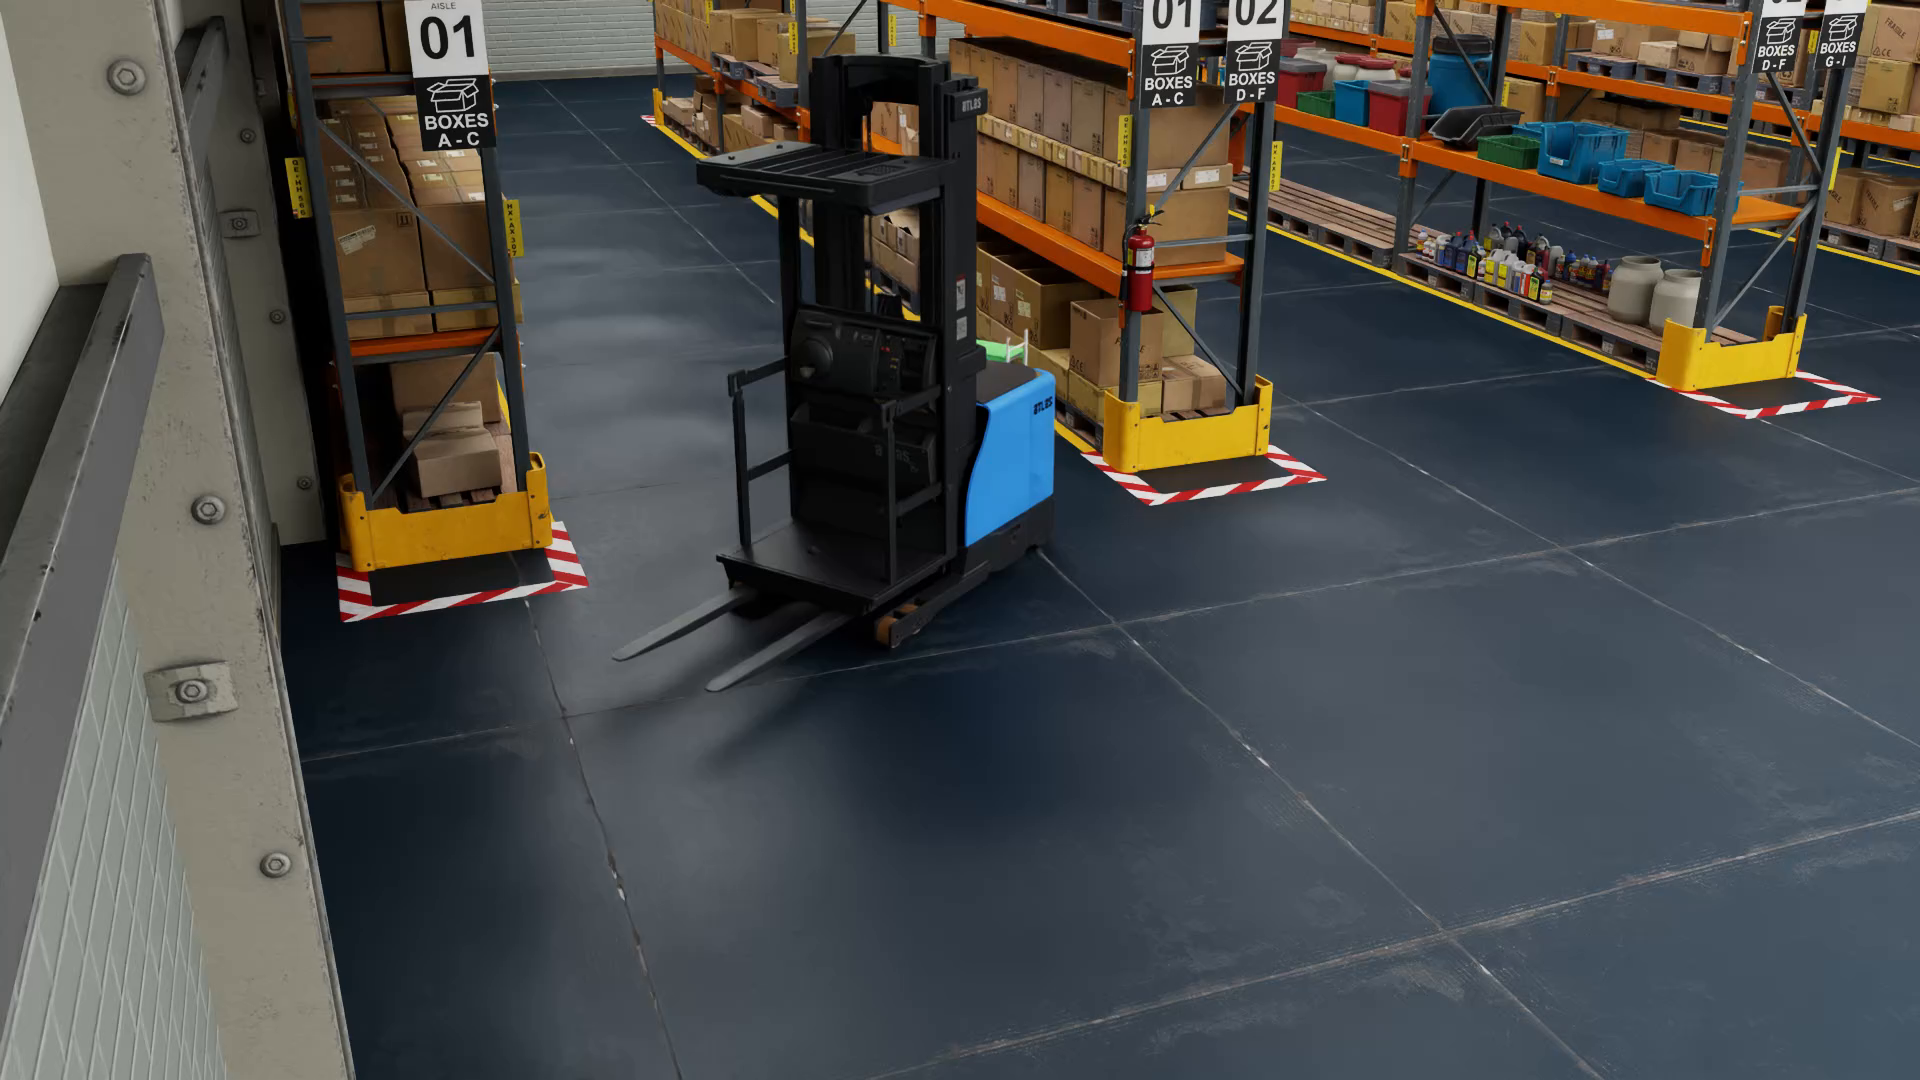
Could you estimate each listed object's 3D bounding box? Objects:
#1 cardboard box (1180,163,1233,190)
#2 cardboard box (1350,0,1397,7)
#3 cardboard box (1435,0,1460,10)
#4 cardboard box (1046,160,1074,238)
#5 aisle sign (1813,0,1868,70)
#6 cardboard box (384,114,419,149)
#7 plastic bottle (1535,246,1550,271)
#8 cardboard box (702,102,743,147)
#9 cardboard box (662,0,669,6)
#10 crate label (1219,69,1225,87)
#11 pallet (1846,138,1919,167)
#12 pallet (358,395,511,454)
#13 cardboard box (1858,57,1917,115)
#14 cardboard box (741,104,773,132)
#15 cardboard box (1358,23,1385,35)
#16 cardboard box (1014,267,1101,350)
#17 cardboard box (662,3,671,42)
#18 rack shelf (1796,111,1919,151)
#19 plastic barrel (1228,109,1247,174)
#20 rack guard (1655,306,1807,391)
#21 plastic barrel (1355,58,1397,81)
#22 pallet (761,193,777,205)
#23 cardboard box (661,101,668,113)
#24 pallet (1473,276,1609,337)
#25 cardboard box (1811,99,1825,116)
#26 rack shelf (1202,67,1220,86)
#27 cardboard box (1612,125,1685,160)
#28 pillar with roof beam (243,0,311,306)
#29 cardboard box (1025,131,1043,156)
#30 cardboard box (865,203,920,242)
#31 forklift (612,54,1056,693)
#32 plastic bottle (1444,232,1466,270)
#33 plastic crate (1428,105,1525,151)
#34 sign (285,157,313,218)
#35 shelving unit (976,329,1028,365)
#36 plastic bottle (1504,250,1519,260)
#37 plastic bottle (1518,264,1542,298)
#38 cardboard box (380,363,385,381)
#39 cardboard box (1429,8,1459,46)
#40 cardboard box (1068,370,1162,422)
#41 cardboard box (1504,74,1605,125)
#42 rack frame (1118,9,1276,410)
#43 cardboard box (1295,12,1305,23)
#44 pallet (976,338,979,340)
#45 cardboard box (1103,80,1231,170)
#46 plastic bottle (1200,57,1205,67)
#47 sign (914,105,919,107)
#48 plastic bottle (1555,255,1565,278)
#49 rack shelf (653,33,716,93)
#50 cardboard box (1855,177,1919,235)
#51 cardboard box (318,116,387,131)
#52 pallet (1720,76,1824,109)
[{"bbox_3d":[1.635,-2.499,11.354,0.380,0.149,0.250,-9,24,-19],"label":"cardboard box"},{"bbox_3d":[6.190,-8.244,24.792,0.500,0.500,0.500,-8,24,-17],"label":"cardboard box"},{"bbox_3d":[7.067,-7.727,23.300,0.797,0.503,0.637,-8,24,-18],"label":"cardboard box"},{"bbox_3d":[1.059,-2.571,12.359,0.700,0.500,0.500,-8,24,-19],"label":"cardboard box"},{"bbox_3d":[6.507,-3.872,12.228,0.394,0.787,0.004,-8,24,-19],"label":"aisle sign"},{"bbox_3d":[-4.017,-2.911,12.496,0.500,0.500,0.500,-8,24,-19],"label":"cardboard box"},{"bbox_3d":[5.428,-2.609,15.509,0.061,0.283,0.133,-8,24,-19],"label":"plastic bottle"},{"bbox_3d":[-3.133,-5.561,22.235,0.500,0.500,0.500,-8,24,-19],"label":"cardboard box"},{"bbox_3d":[-3.978,-7.916,23.754,0.500,0.500,0.500,-8,24,-18],"label":"cardboard box"},{"bbox_3d":[3.180,-5.286,19.144,0.303,0.233,0.416,-8,24,-19],"label":"crate label"},{"bbox_3d":[12.899,-5.309,22.574,1.003,0.211,1.213,-8,24,-19],"label":"pallet"},{"bbox_3d":[-3.769,-0.786,11.844,1.003,0.211,1.213,-8,24,-19],"label":"pallet"},{"bbox_3d":[9.673,-4.618,16.833,0.875,0.500,0.500,-8,24,-19],"label":"cardboard box"},{"bbox_3d":[-2.371,-5.166,20.332,0.500,0.250,0.500,-8,24,-19],"label":"cardboard box"},{"bbox_3d":[6.188,-7.650,24.862,0.380,0.149,0.250,-8,24,-19],"label":"cardboard box"},{"bbox_3d":[0.738,-1.770,12.620,0.500,0.500,0.500,-8,24,-19],"label":"cardboard box"},{"bbox_3d":[-3.983,-7.458,23.953,0.500,0.500,0.500,-9,24,-20],"label":"cardboard box"},{"bbox_3d":[10.135,-3.735,16.176,1.077,0.370,4.000,-8,24,-19],"label":"rack shelf"},{"bbox_3d":[3.193,-4.936,20.353,0.600,0.830,0.708,-8,24,-19],"label":"plastic barrel"},{"bbox_3d":[6.137,-1.530,13.236,1.175,0.500,0.348,-8,24,-19],"label":"rack guard"},{"bbox_3d":[4.403,-4.821,17.651,0.433,0.535,0.433,0,23,0],"label":"plastic barrel"},{"bbox_3d":[-1.909,-4.323,20.235,1.003,0.211,1.213,-8,24,-19],"label":"pallet"},{"bbox_3d":[-4.253,-6.485,24.879,0.380,0.149,0.250,-8,24,-19],"label":"cardboard box"},{"bbox_3d":[5.428,-2.135,15.044,1.003,0.211,1.213,-8,24,-19],"label":"pallet"},{"bbox_3d":[9.223,-4.558,17.526,0.380,0.149,0.250,-8,24,-19],"label":"cardboard box"},{"bbox_3d":[2.675,-5.962,21.461,1.077,0.370,4.000,-8,24,-19],"label":"rack shelf"},{"bbox_3d":[8.478,-4.857,20.564,0.700,0.500,0.500,-10,25,-23],"label":"cardboard box"},{"bbox_3d":[-2.209,-6.972,15.206,9.100,9.000,0.400,-8,24,-19],"label":"pillar with roof beam"},{"bbox_3d":[0.709,-3.003,12.549,0.380,0.149,0.250,-9,24,-20],"label":"cardboard box"},{"bbox_3d":[-0.616,-3.098,16.016,0.500,0.311,0.500,-8,24,-19],"label":"cardboard box"},{"bbox_3d":[-0.637,-0.982,8.806,1.130,2.935,3.031,14,27,30],"label":"forklift"},{"bbox_3d":[4.692,-2.746,15.746,0.144,0.351,0.185,-8,24,-18],"label":"plastic bottle"},{"bbox_3d":[4.861,-3.878,15.668,0.767,0.338,0.504,-8,24,-19],"label":"plastic crate"},{"bbox_3d":[-3.587,-1.911,9.025,0.100,0.325,0.005,-8,24,-19],"label":"sign"},{"bbox_3d":[0.140,-0.756,10.499,0.503,1.200,0.258,14,26,29],"label":"shelving unit"},{"bbox_3d":[5.038,-2.518,15.302,0.152,0.276,0.135,-8,24,-19],"label":"plastic bottle"},{"bbox_3d":[5.085,-2.311,14.810,0.152,0.276,0.135,-8,24,-19],"label":"plastic bottle"},{"bbox_3d":[-4.070,-1.434,12.442,0.500,0.500,0.500,-10,25,-23],"label":"cardboard box"},{"bbox_3d":[6.886,-7.180,23.295,0.500,0.500,0.500,-9,24,-20],"label":"cardboard box"},{"bbox_3d":[1.107,-1.063,11.909,0.500,0.250,0.500,-8,24,-19],"label":"cardboard box"},{"bbox_3d":[7.791,-5.715,22.142,1.225,0.875,0.875,-10,25,-21],"label":"cardboard box"},{"bbox_3d":[1.572,-1.982,11.091,1.000,3.000,0.127,-8,24,-19],"label":"rack frame"},{"bbox_3d":[5.550,-8.305,26.415,0.380,0.149,0.250,-9,24,-20],"label":"cardboard box"},{"bbox_3d":[0.401,-1.856,14.381,1.003,0.211,1.213,-8,24,-19],"label":"pallet"},{"bbox_3d":[1.401,-2.817,11.272,0.700,0.500,0.500,-8,24,-19],"label":"cardboard box"},{"bbox_3d":[3.108,-6.175,21.204,0.097,0.271,0.097,0,23,0],"label":"plastic bottle"},{"bbox_3d":[-0.345,-3.855,14.145,0.100,0.325,0.005,-8,24,-19],"label":"sign"},{"bbox_3d":[5.595,-2.547,15.467,0.097,0.201,0.097,0,23,0],"label":"plastic bottle"},{"bbox_3d":[-3.373,-6.738,23.300,1.077,0.370,4.000,-8,24,-19],"label":"rack shelf"},{"bbox_3d":[9.742,-3.477,17.316,0.500,0.500,0.500,-1,23,-2],"label":"cardboard box"},{"bbox_3d":[-4.503,-2.841,12.330,0.500,0.500,0.500,-9,24,-20],"label":"cardboard box"},{"bbox_3d":[9.294,-5.003,18.504,1.003,0.211,1.213,-8,24,-19],"label":"pallet"}]
